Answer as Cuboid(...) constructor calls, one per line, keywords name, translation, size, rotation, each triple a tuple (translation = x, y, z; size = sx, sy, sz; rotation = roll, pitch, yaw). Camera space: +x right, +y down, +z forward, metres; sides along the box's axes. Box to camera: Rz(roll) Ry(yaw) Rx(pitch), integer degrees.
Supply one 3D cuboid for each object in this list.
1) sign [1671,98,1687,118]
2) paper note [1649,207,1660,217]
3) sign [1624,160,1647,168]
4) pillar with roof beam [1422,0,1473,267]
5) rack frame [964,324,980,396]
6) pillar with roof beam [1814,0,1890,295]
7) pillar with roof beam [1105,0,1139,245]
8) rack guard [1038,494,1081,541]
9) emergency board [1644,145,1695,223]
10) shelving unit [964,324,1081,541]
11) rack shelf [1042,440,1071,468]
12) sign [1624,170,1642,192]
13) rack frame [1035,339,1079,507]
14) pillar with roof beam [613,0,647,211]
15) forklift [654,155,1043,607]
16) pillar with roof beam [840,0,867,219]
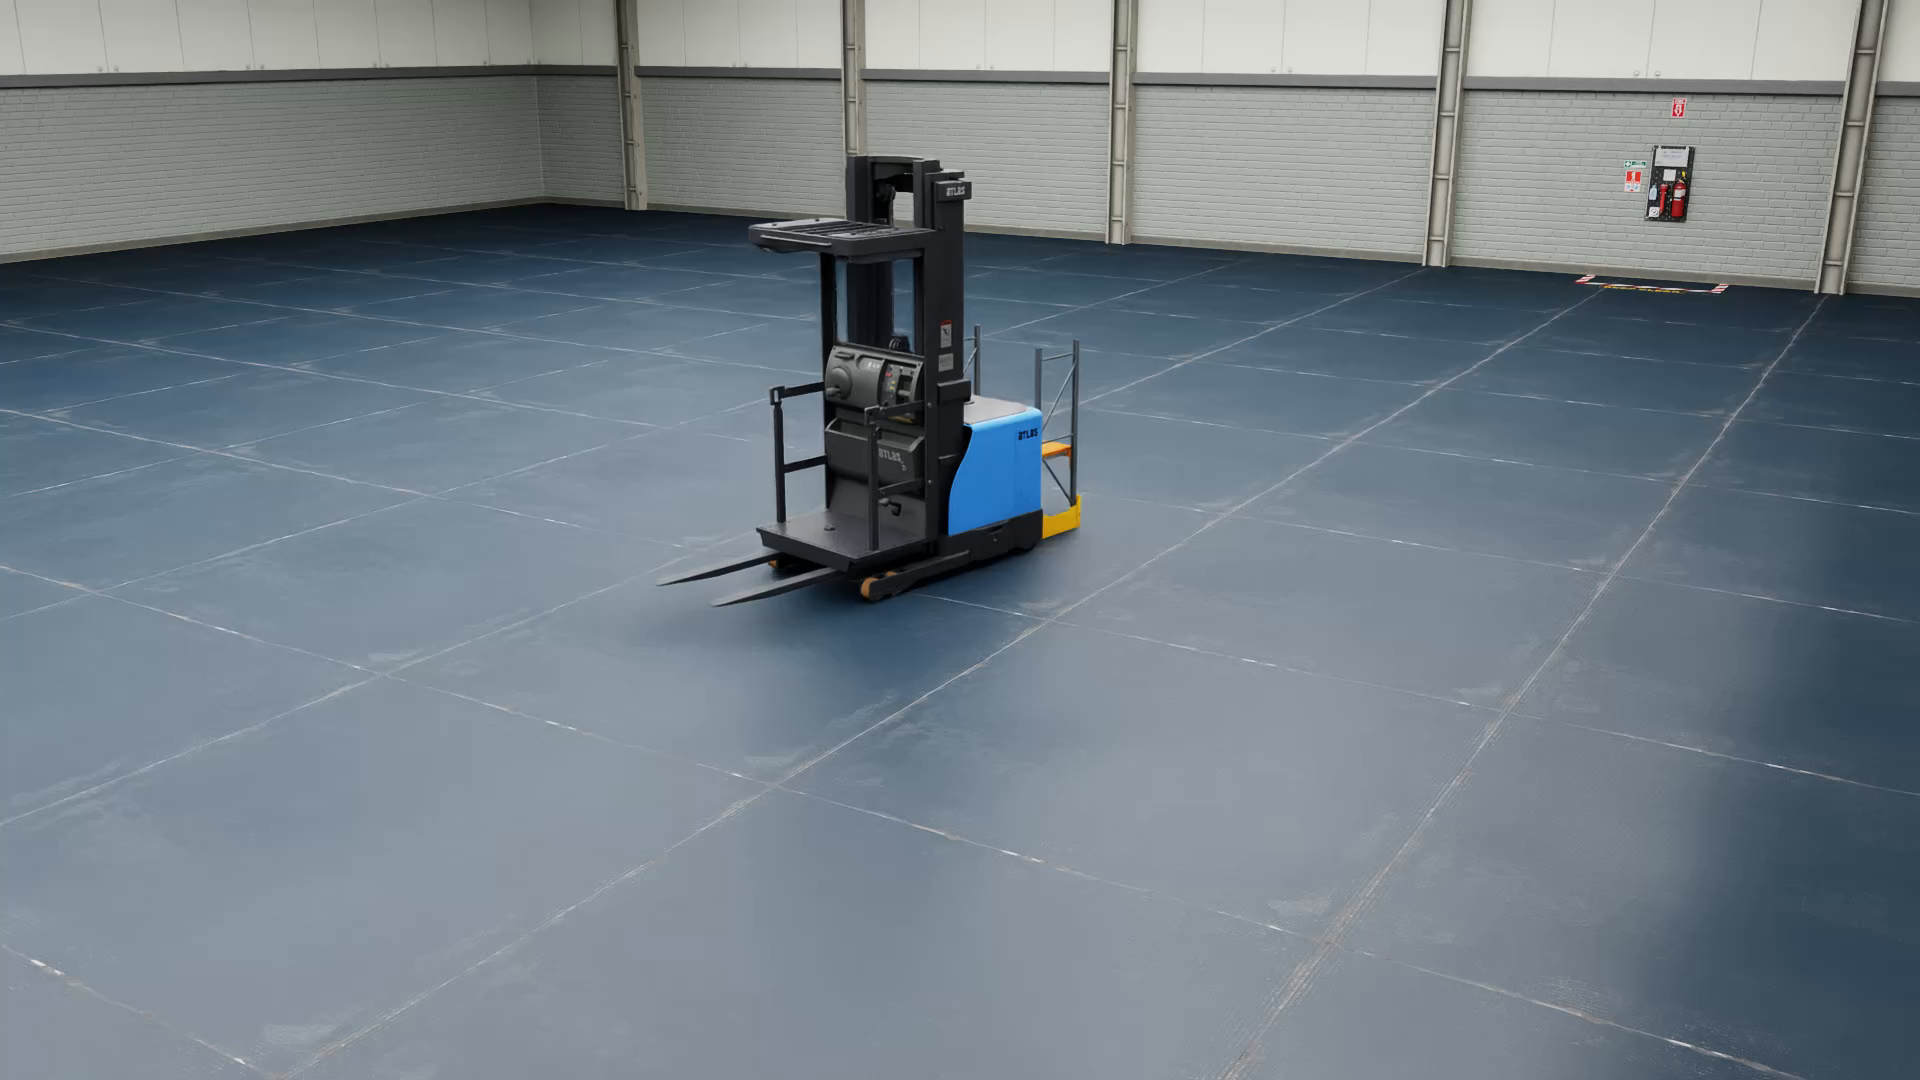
Cuboid(name="sign", translation=(11.163, -6.713, 25.830), size=(0.199, 0.298, 0.001), rotation=(10, 20, 30))
Cuboid(name="paper note", translation=(11.003, -5.200, 26.355), size=(0.142, 0.148, 0.016), rotation=(10, 20, 30))
Cuboid(name="sign", translation=(10.700, -5.955, 26.351), size=(0.331, 0.109, 0.001), rotation=(10, 20, 30))
Cuboid(name="pillar with roof beam", translation=(5.838, -7.909, 23.436), size=(0.400, 9.000, 9.100), rotation=(10, 20, 30))
Cuboid(name="rack frame", translation=(-0.014, -0.973, 13.503), size=(0.032, 1.500, 0.500), rotation=(15, 22, 40))
Cuboid(name="pillar with roof beam", translation=(10.951, -6.996, 20.431), size=(0.400, 9.000, 9.100), rotation=(10, 20, 30))
Cuboid(name="pillar with roof beam", translation=(0.726, -8.822, 26.440), size=(0.400, 9.000, 9.100), rotation=(10, 20, 30))
Cuboid(name="rack guard", translation=(0.741, -0.177, 13.035), size=(0.087, 0.250, 0.587), rotation=(15, 22, 40))
Cuboid(name="emergency board", translation=(11.118, -5.577, 26.082), size=(0.643, 1.169, 0.194), rotation=(10, 20, 30))
Cuboid(name="shelving unit", translation=(0.371, -0.872, 13.172), size=(1.083, 1.500, 0.587), rotation=(15, 22, 40))
Cuboid(name="rack shelf", translation=(0.364, -0.702, 13.230), size=(1.000, 0.185, 0.538), rotation=(15, 22, 40))
Cuboid(name="sign", translation=(10.701, -5.704, 26.438), size=(0.234, 0.329, 0.001), rotation=(10, 20, 30))
Cuboid(name="rack frame", translation=(0.742, -0.775, 12.853), size=(0.032, 1.500, 0.500), rotation=(15, 22, 40))
Cuboid(name="pillar with roof beam", translation=(-9.500, -10.647, 32.449), size=(0.400, 9.000, 9.100), rotation=(10, 20, 30))
Cuboid(name="forklift", translation=(-0.759, -1.145, 11.609), size=(1.130, 2.935, 3.031), rotation=(16, 23, 42))
Cuboid(name="pillar with roof beam", translation=(-4.387, -9.734, 29.445), size=(0.400, 9.000, 9.100), rotation=(10, 20, 30))
